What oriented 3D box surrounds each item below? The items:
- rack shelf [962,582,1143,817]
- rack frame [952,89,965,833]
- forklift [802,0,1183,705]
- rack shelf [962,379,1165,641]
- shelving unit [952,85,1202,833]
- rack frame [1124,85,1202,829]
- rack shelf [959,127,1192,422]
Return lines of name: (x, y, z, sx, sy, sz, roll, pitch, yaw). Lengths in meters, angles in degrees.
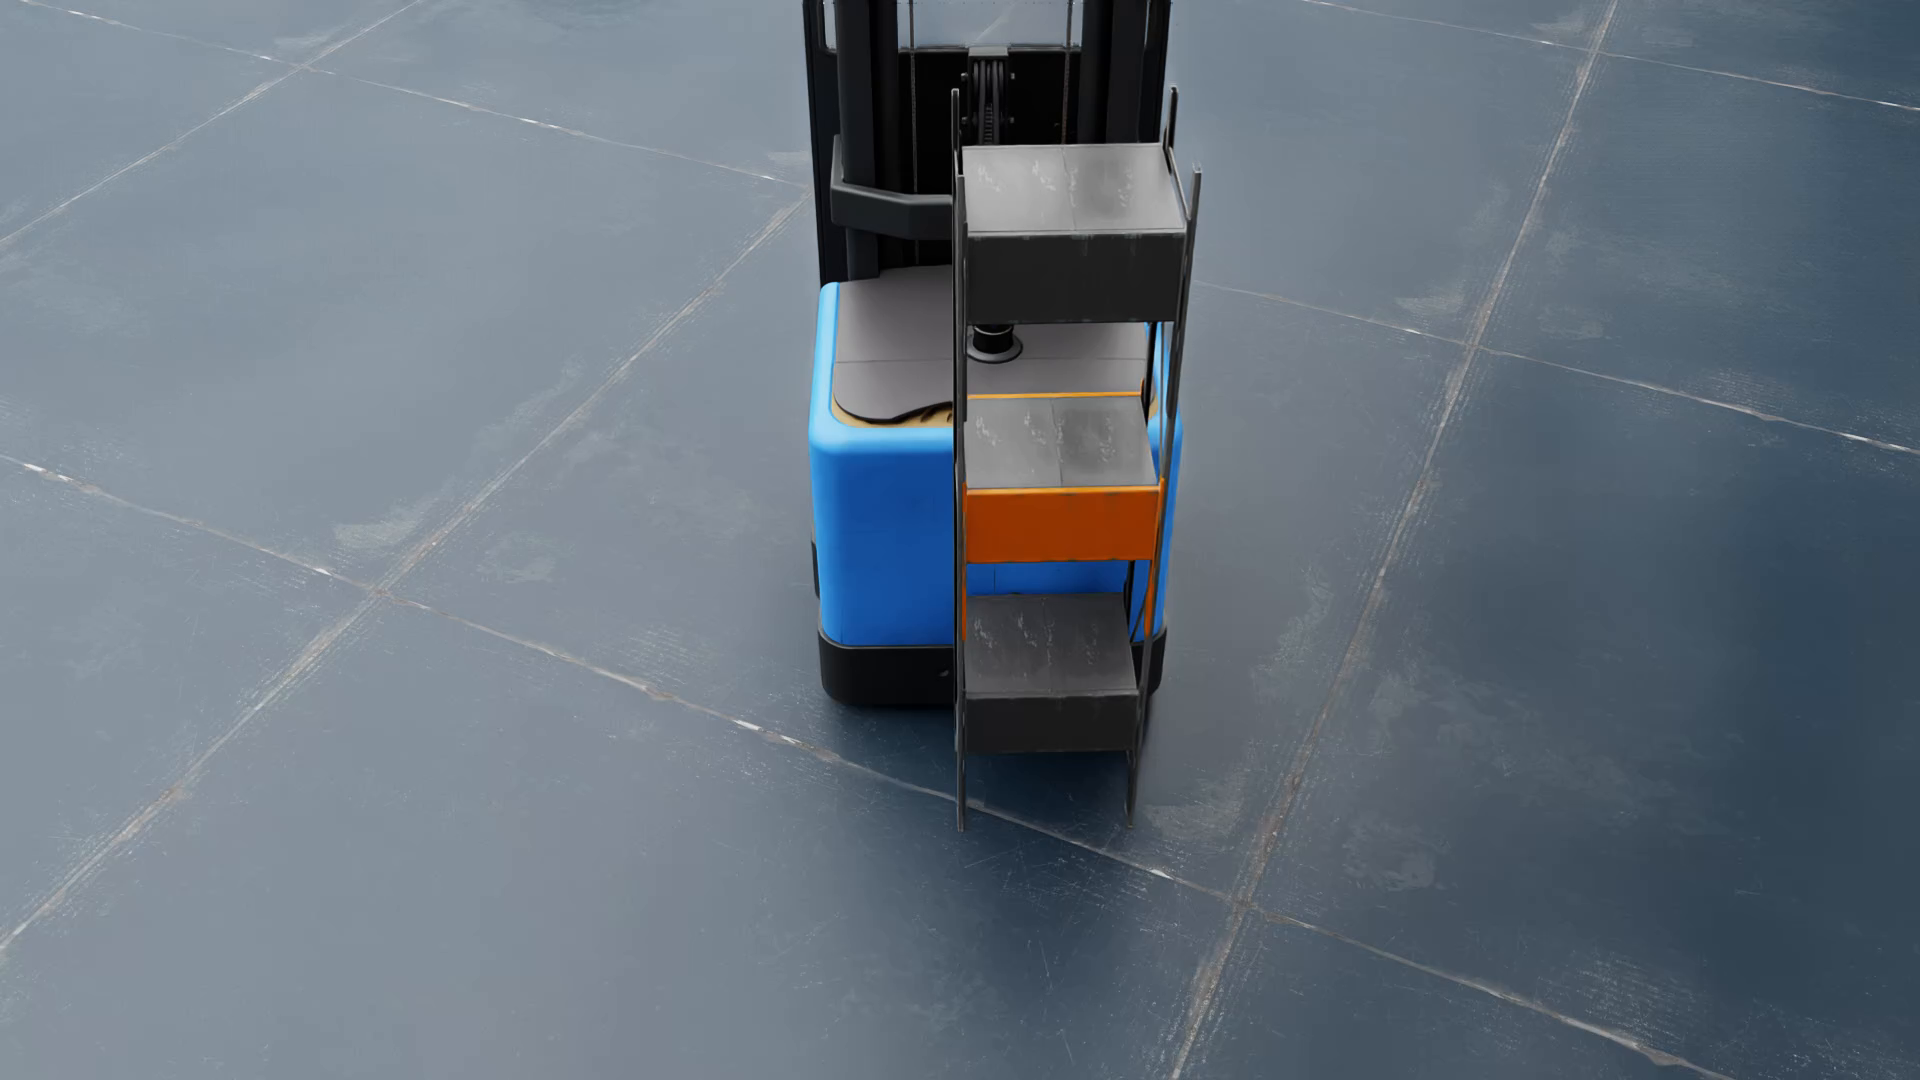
rack shelf: (0.239, 0.453, 4.714, 0.480, 0.518, 0.431, -1, 41, -1)
rack frame: (-0.004, -0.081, 4.241, 0.015, 2.100, 0.400, -1, 41, -1)
forklift: (0.073, -1.548, 5.298, 1.130, 2.935, 3.031, -1, 41, -1)
rack shelf: (0.239, -0.076, 4.256, 0.480, 0.518, 0.431, -1, 41, -1)
shelving unit: (0.239, -0.086, 4.247, 0.503, 2.100, 0.431, -1, 41, -1)
rack frame: (0.483, -0.092, 4.253, 0.015, 2.100, 0.400, -1, 41, -1)
rack shelf: (0.239, -0.605, 3.797, 0.480, 0.518, 0.431, -1, 41, -1)
